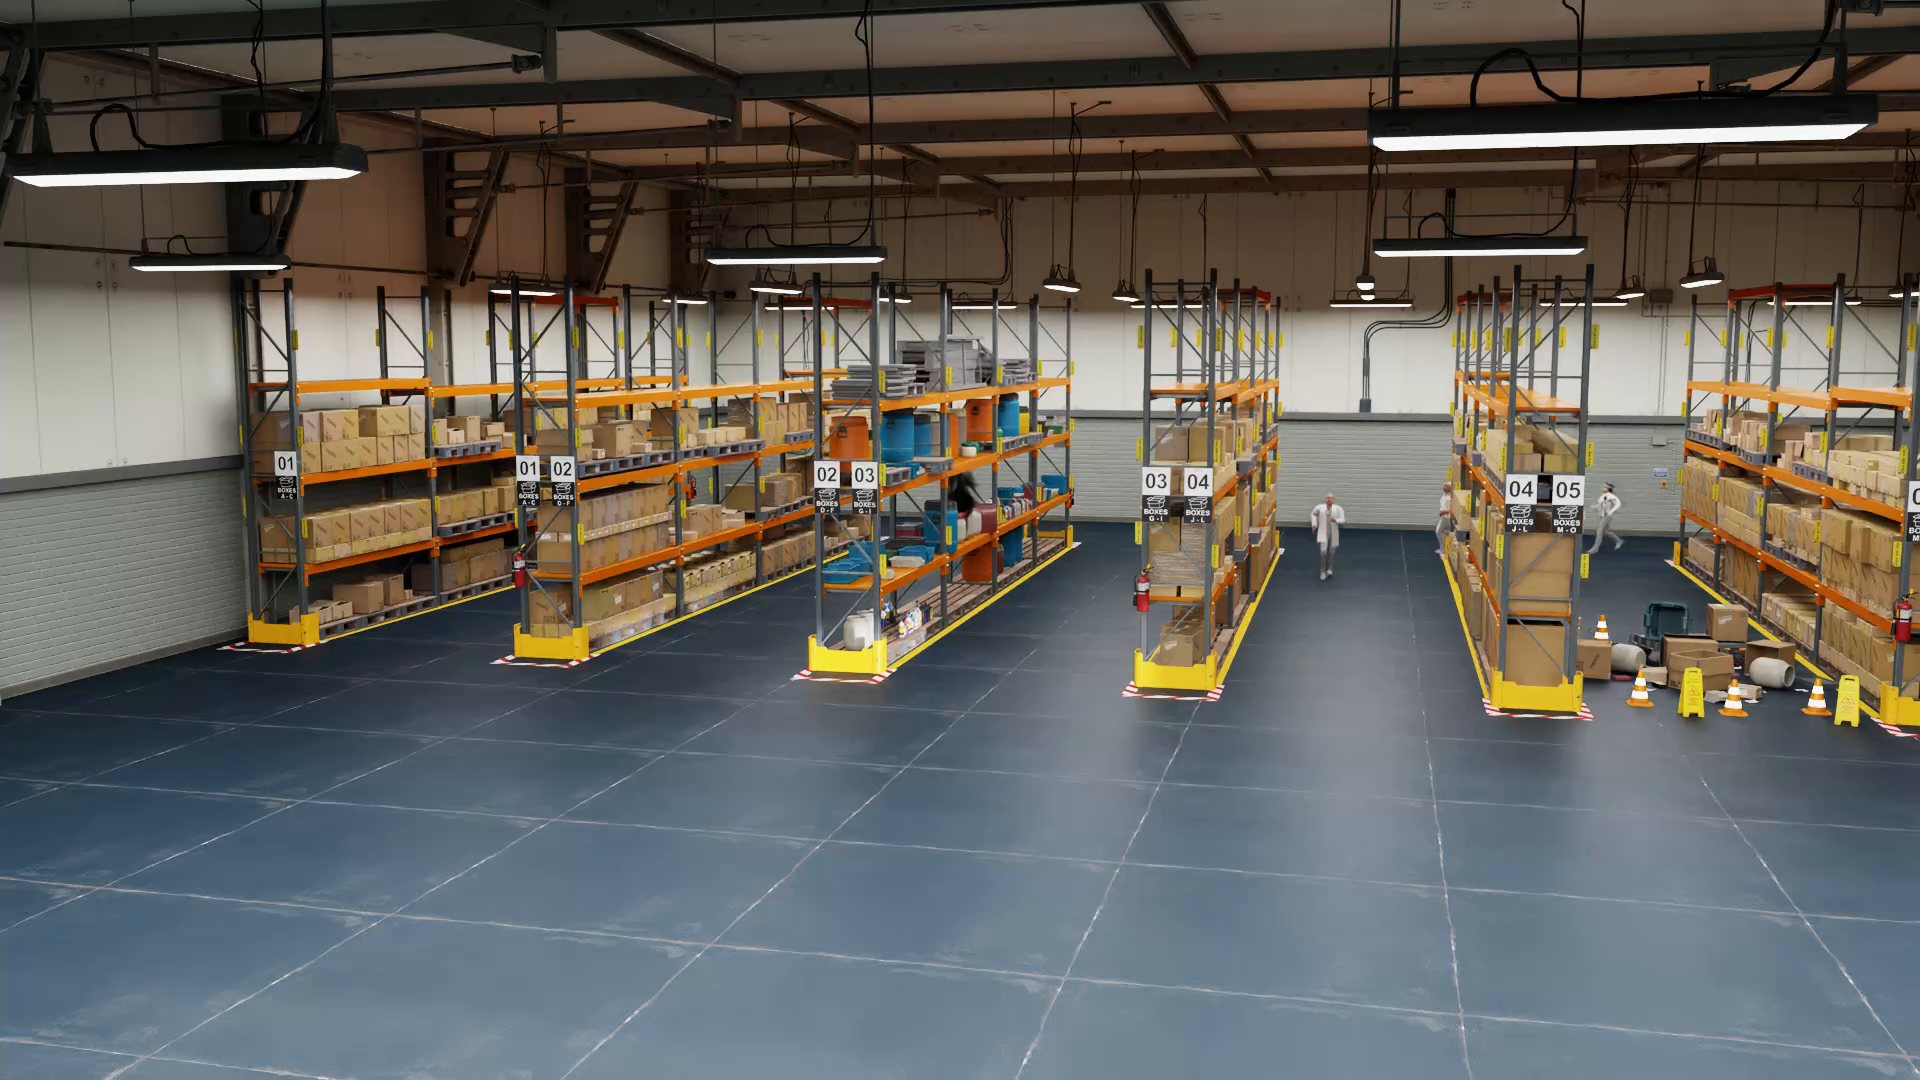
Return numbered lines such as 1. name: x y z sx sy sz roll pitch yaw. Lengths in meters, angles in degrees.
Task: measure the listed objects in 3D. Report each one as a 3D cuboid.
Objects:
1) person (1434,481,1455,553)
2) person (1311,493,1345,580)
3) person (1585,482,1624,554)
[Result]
1. person: 11.578 -0.550 39.319 0.656 1.717 0.721 1 7 7
2. person: 7.751 -0.070 35.030 0.672 1.851 0.835 1 7 6
3. person: 15.158 -0.524 38.995 0.922 1.696 0.614 0 7 0
